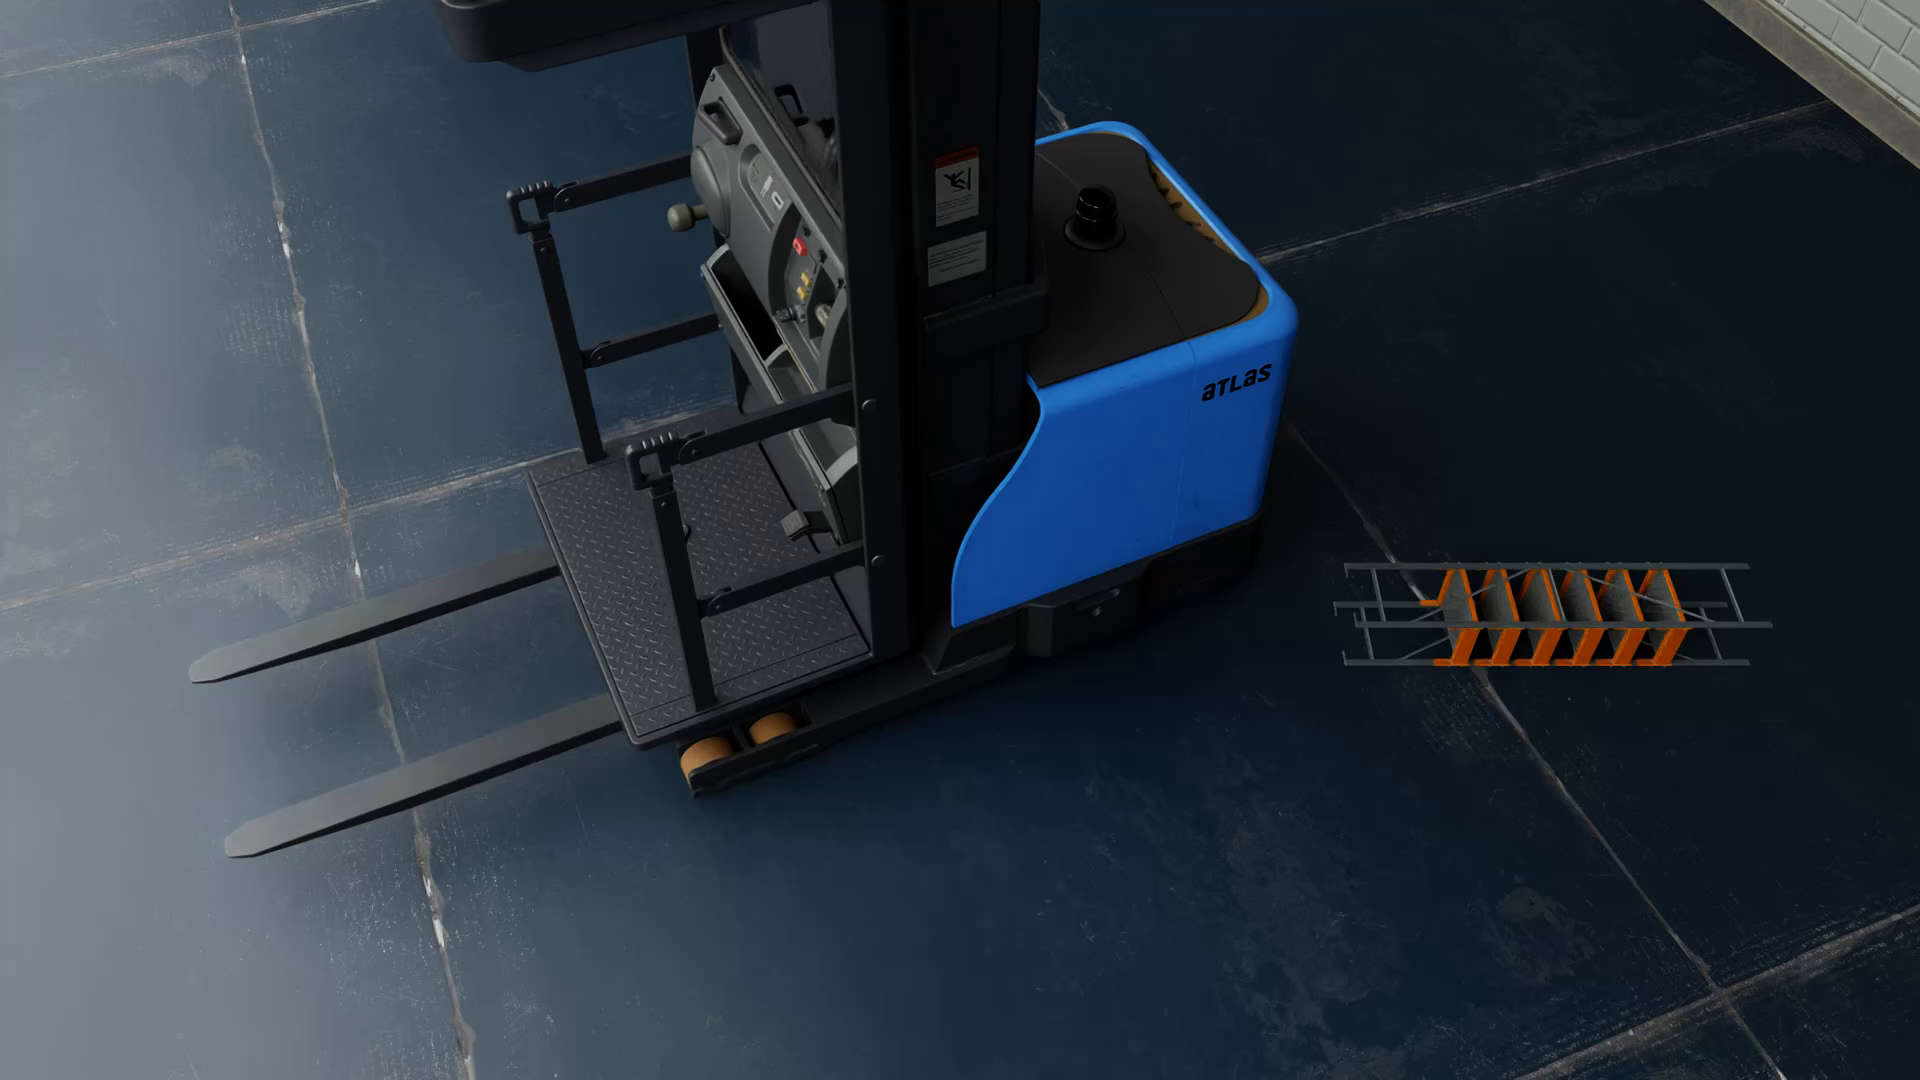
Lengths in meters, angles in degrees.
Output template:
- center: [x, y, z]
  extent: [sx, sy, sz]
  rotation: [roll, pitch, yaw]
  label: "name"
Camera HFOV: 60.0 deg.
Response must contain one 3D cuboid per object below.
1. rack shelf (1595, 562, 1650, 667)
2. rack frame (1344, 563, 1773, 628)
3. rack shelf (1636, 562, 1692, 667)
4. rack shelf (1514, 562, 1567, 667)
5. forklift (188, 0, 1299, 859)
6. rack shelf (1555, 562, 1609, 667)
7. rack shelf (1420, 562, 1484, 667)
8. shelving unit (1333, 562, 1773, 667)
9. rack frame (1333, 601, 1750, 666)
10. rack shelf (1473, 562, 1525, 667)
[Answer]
- center: [1.936, 0.221, 4.933]
  extent: [0.103, 0.180, 0.258]
  rotation: [0, 49, 0]
  label: "rack shelf"
- center: [1.740, 0.161, 4.863]
  extent: [1.200, 0.006, 0.240]
  rotation: [0, 49, 0]
  label: "rack frame"
- center: [2.056, 0.221, 4.933]
  extent: [0.103, 0.180, 0.258]
  rotation: [0, 49, 0]
  label: "rack shelf"
- center: [1.696, 0.221, 4.933]
  extent: [0.103, 0.180, 0.258]
  rotation: [0, 49, 0]
  label: "rack shelf"
- center: [-0.646, -0.711, 3.929]
  extent: [3.031, 2.935, 1.130]
  rotation: [-20, 52, -16]
  label: "forklift"
- center: [1.816, 0.221, 4.933]
  extent: [0.103, 0.180, 0.258]
  rotation: [0, 49, 0]
  label: "rack shelf"
- center: [1.456, 0.220, 4.933]
  extent: [0.103, 0.180, 0.258]
  rotation: [0, 49, 0]
  label: "rack shelf"
- center: [1.740, 0.221, 4.933]
  extent: [1.200, 0.189, 0.258]
  rotation: [0, 49, 0]
  label: "shelving unit"
- center: [1.740, 0.280, 5.002]
  extent: [1.200, 0.006, 0.240]
  rotation: [0, 49, 0]
  label: "rack frame"
- center: [1.576, 0.221, 4.933]
  extent: [0.103, 0.180, 0.258]
  rotation: [0, 49, 0]
  label: "rack shelf"
